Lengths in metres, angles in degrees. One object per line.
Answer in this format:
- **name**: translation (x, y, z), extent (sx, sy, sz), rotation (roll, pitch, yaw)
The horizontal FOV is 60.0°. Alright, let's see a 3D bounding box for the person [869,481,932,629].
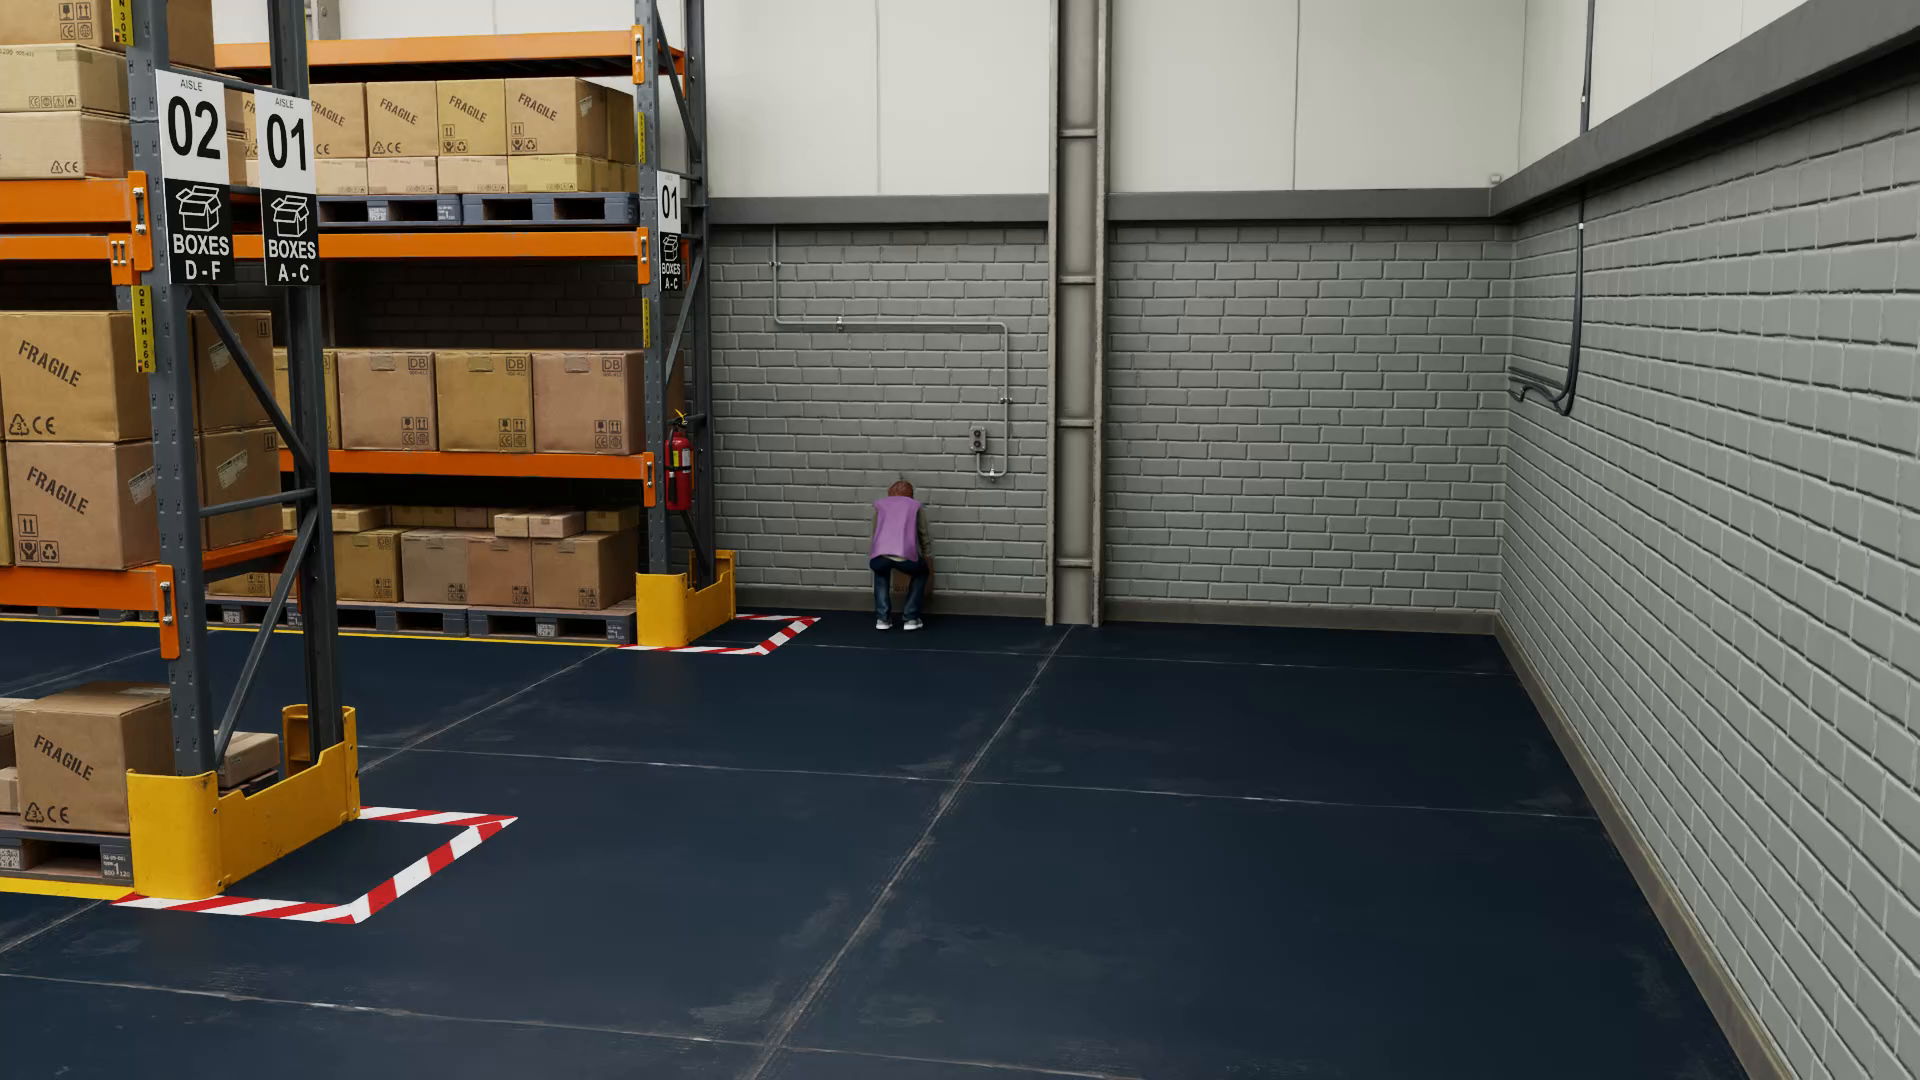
- **person**: translation (-0.459, 0.118, 12.014), extent (0.455, 1.039, 0.757), rotation (2, 8, 11)
